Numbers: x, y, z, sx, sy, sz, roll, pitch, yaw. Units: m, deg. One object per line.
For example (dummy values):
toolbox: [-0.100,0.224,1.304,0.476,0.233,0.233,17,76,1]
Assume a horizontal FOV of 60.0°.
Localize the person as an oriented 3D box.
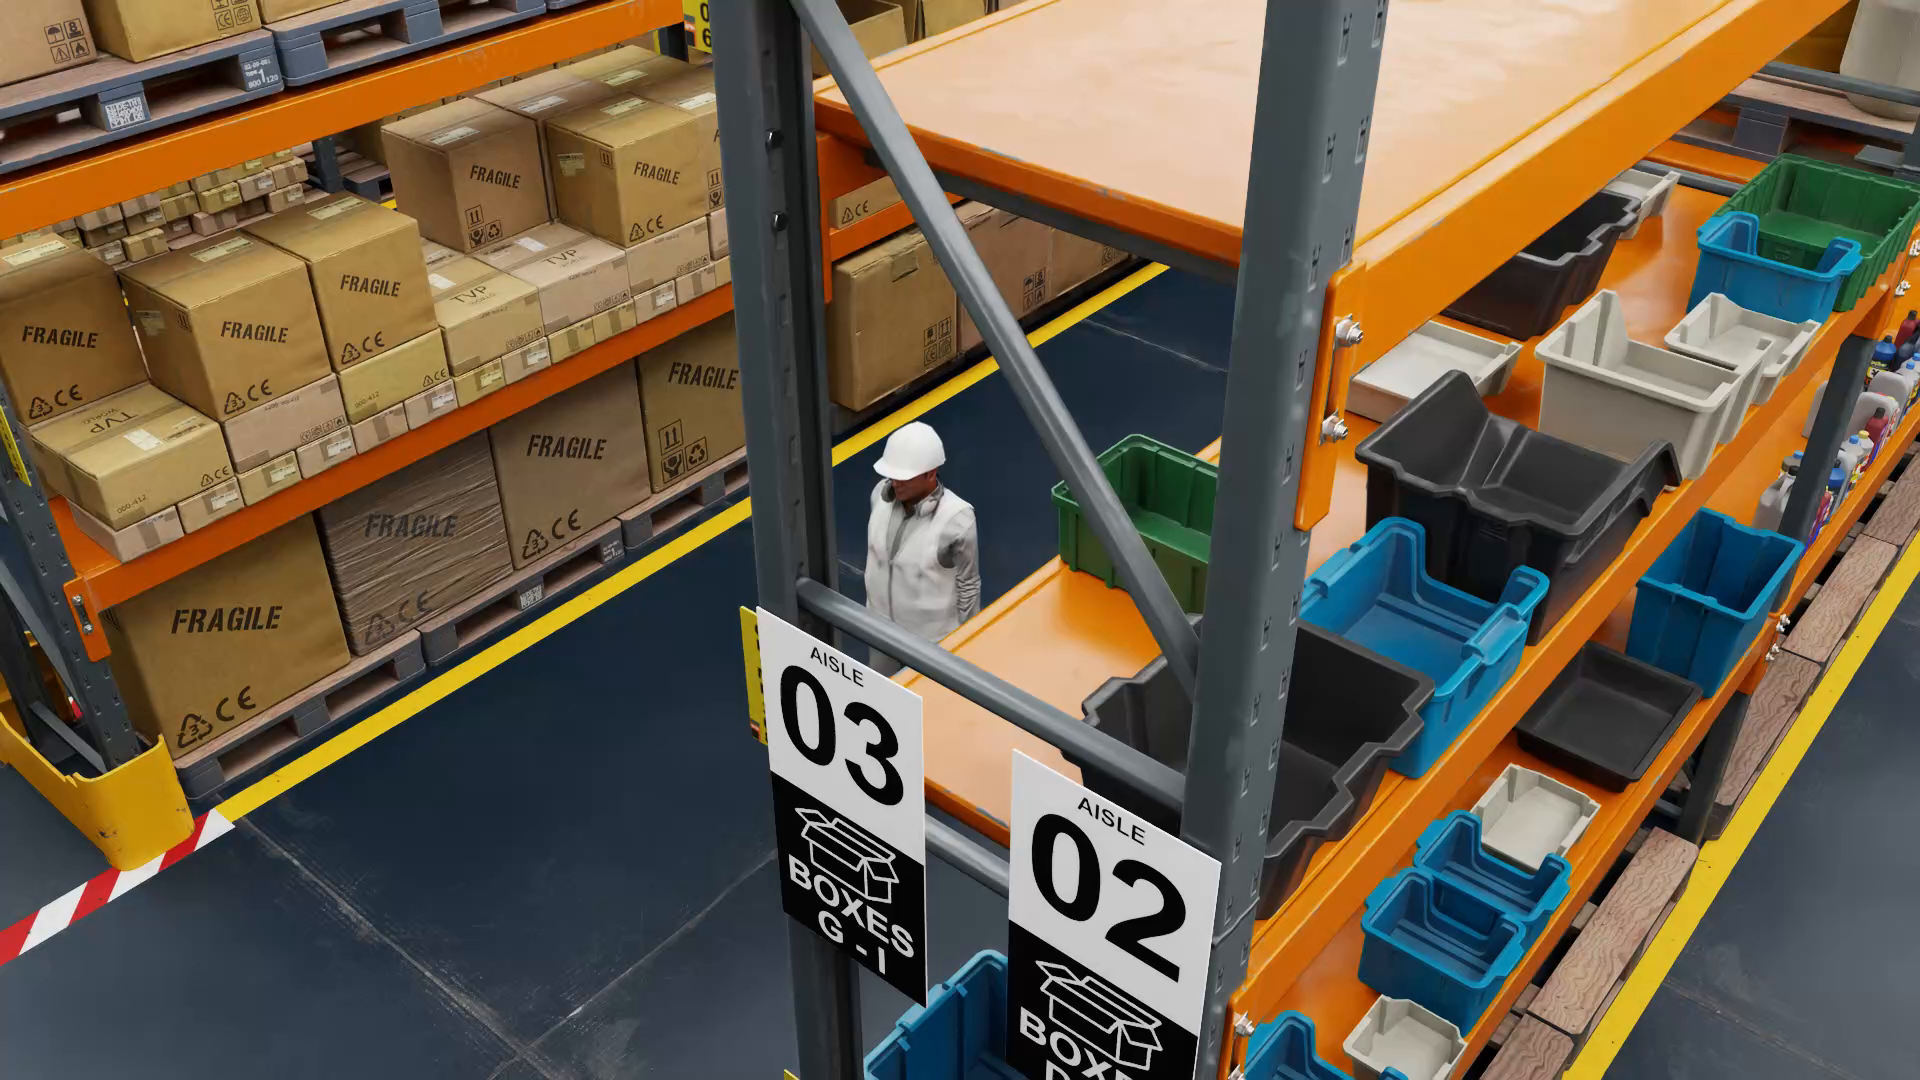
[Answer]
person: [-0.192,0.321,6.734,0.563,1.782,0.550,22,40,28]
